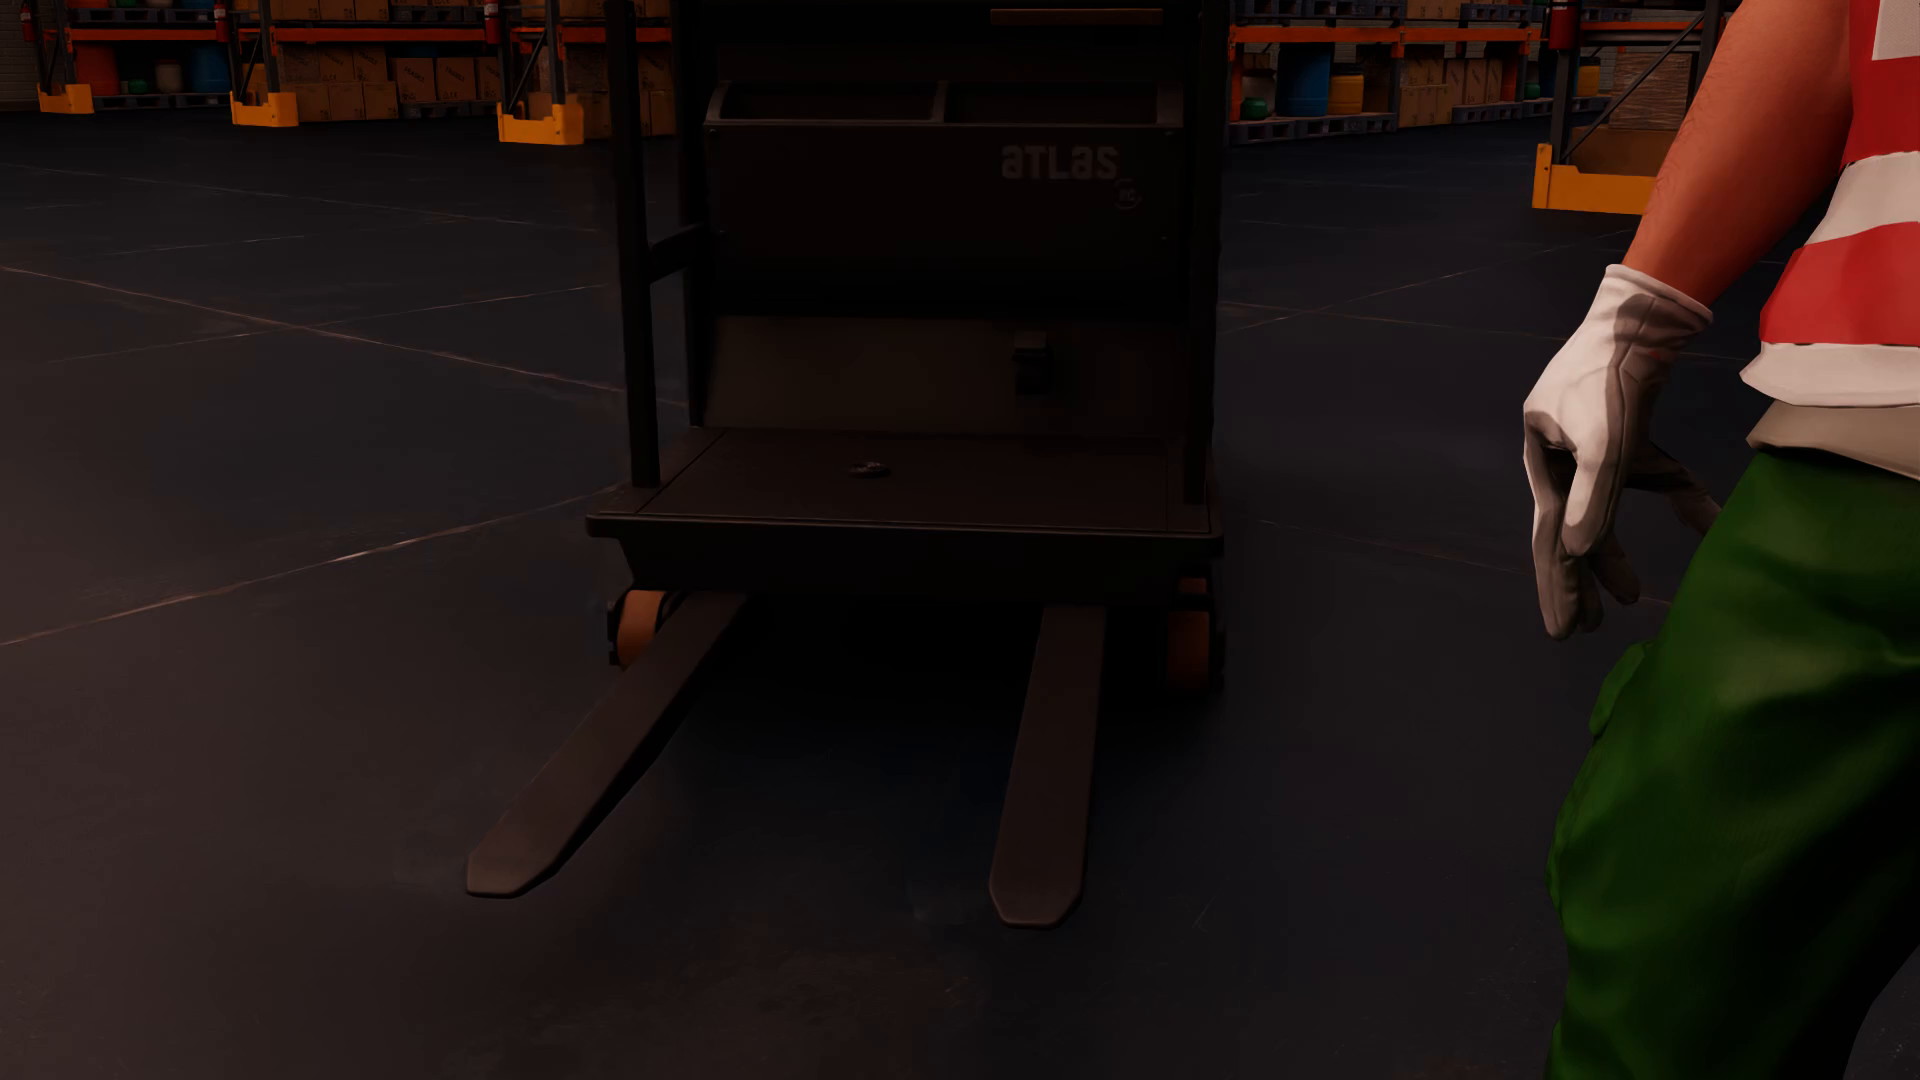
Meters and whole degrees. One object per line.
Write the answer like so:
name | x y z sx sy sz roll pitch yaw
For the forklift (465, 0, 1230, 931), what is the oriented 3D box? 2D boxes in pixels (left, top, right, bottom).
forklift | -0.053 -1.219 2.913 1.130 2.935 3.031 2 17 6
